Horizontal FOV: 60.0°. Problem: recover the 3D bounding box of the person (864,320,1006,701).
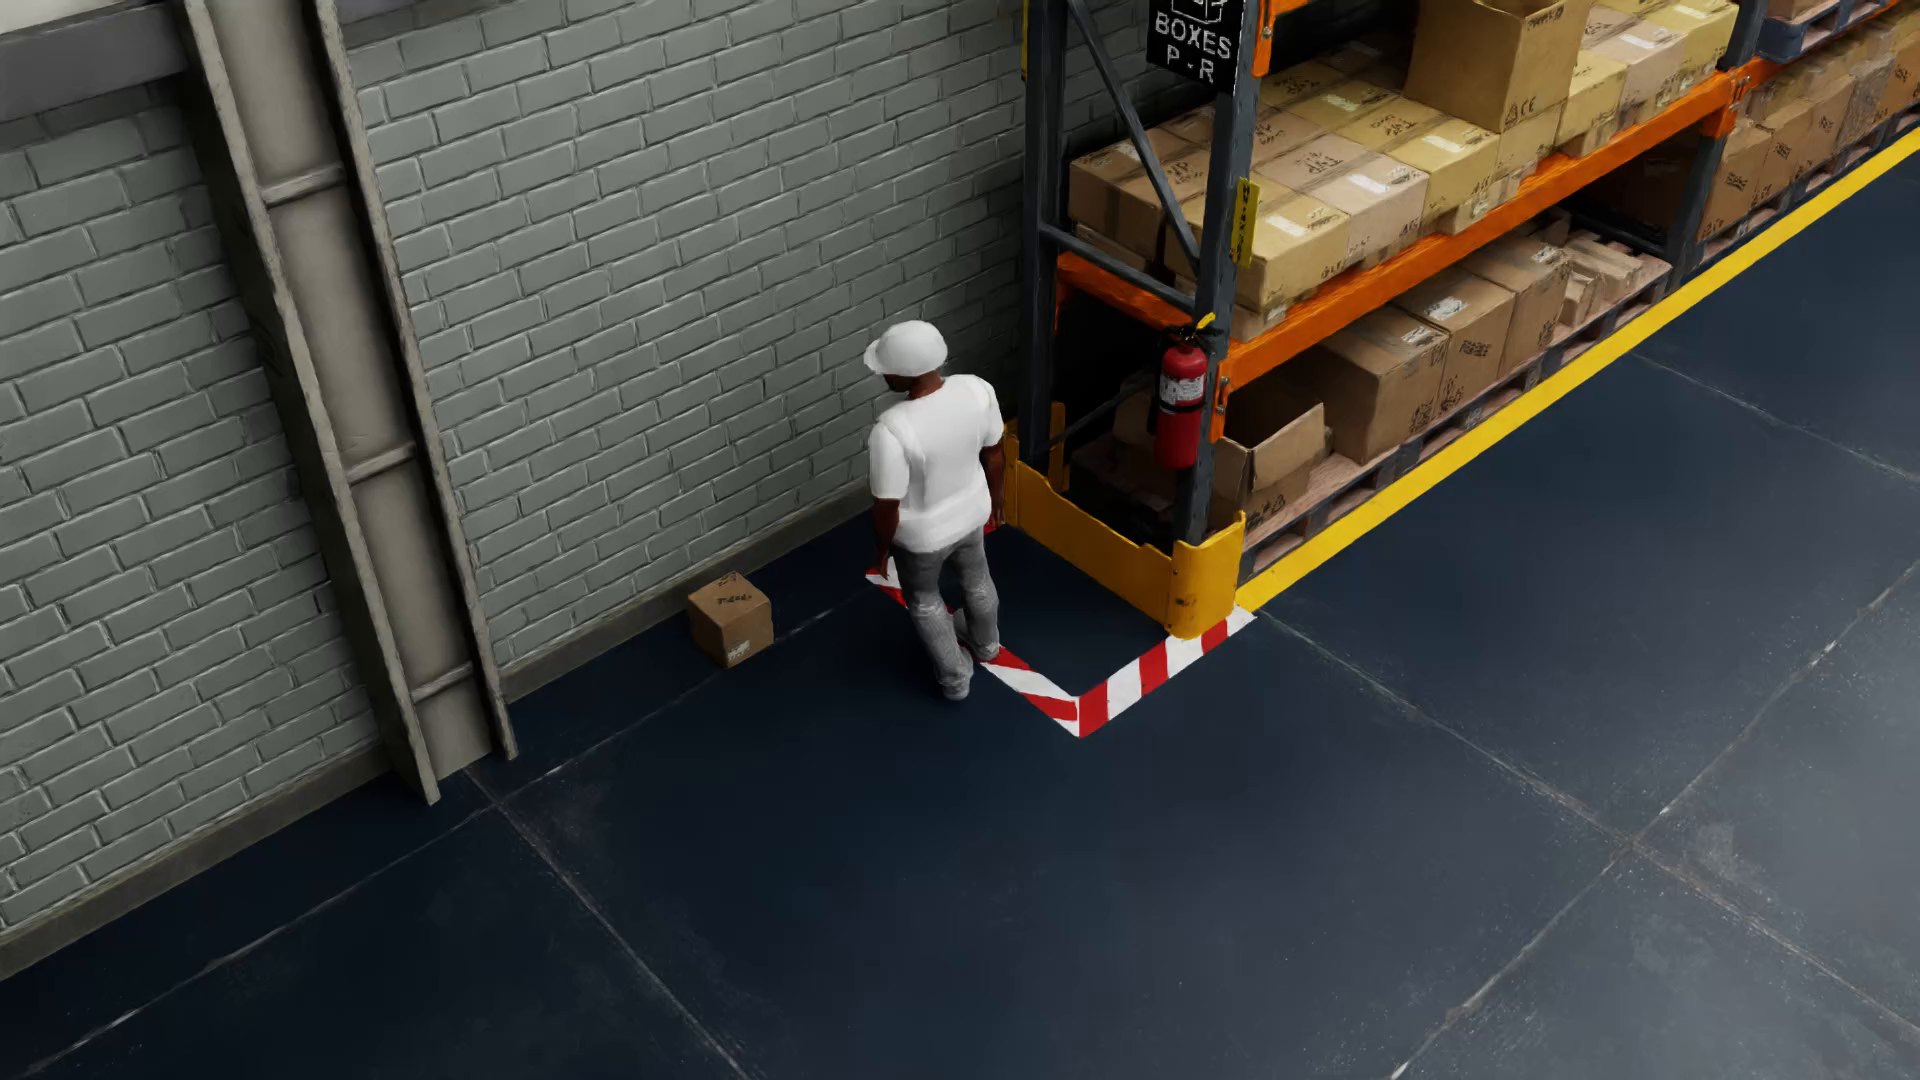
[{"bbox_3d":[-0.105,-0.119,6.279,0.675,1.752,0.463,-25,46,-27],"label":"person"}]
